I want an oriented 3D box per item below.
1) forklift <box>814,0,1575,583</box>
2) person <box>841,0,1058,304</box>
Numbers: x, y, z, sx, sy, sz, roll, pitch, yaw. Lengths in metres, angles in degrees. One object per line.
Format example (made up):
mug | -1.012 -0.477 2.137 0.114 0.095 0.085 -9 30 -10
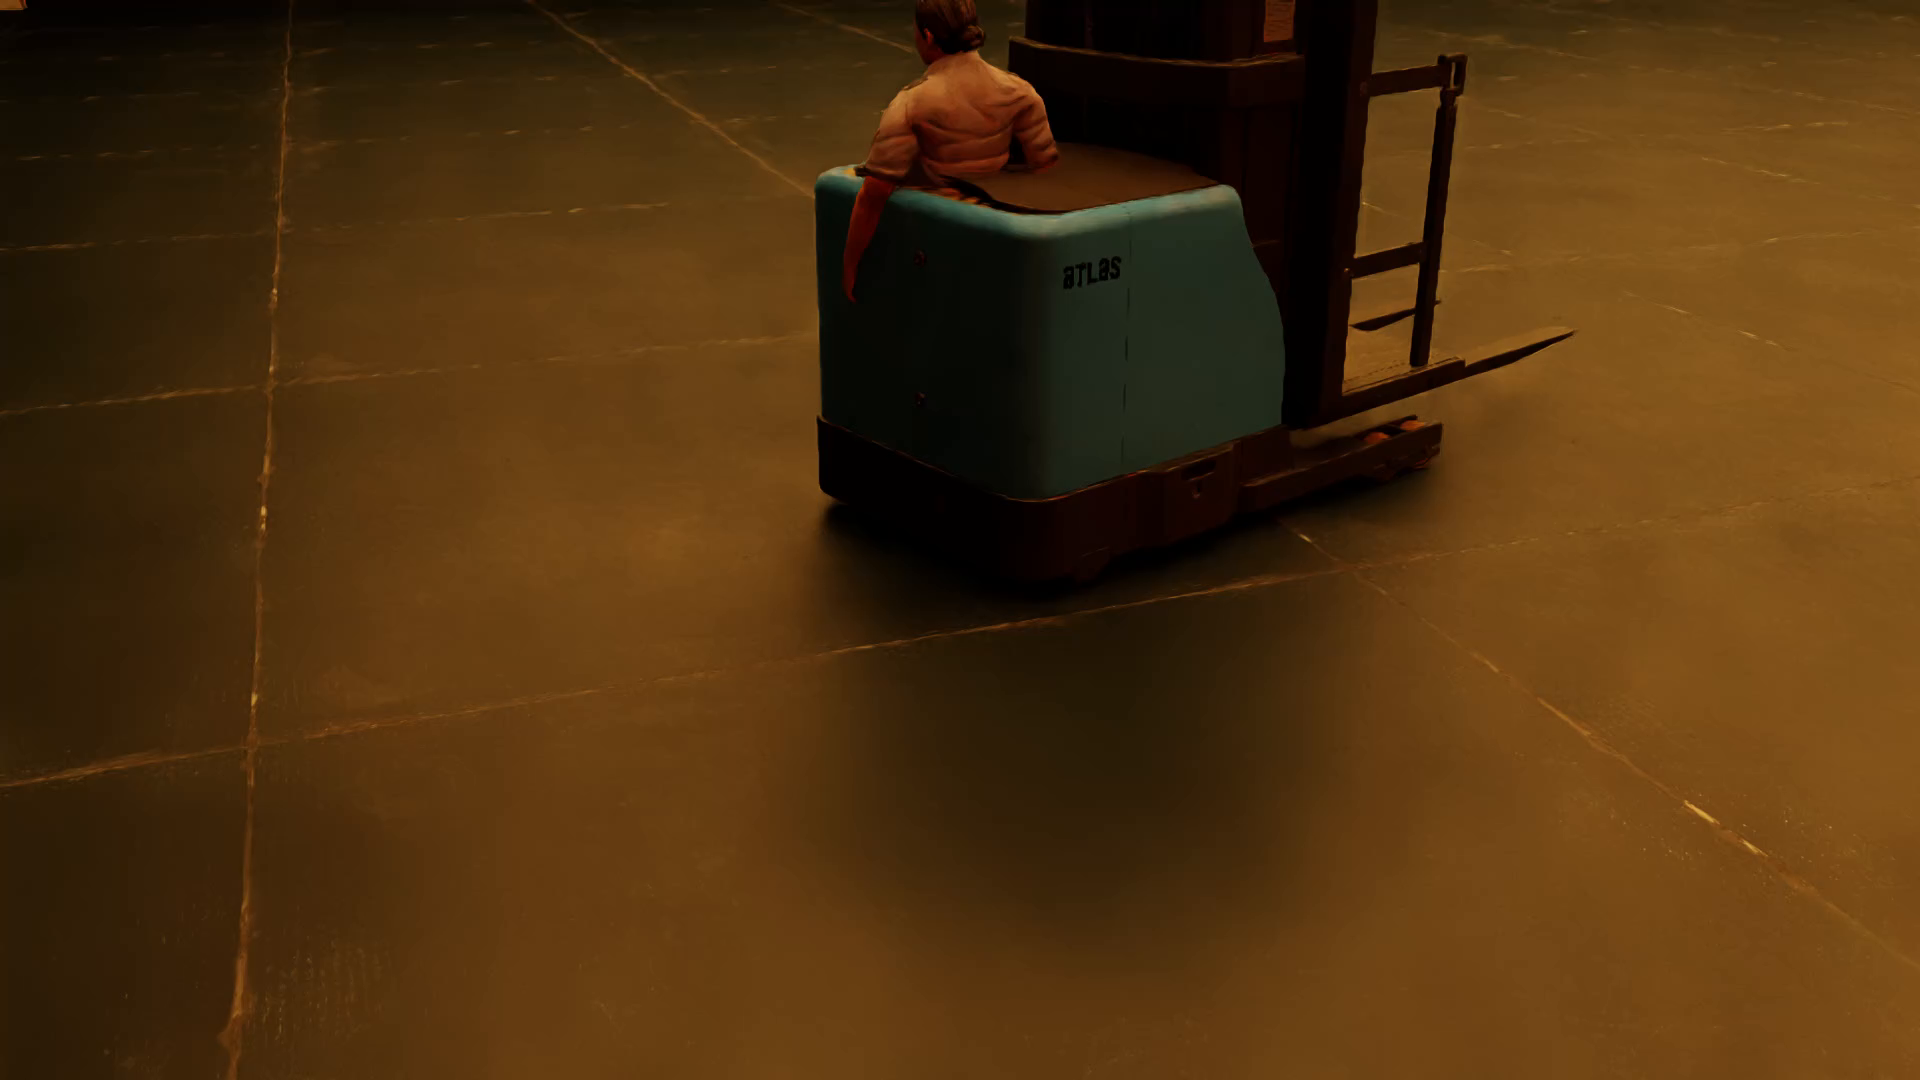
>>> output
forklift | 1.008 -1.683 5.302 3.031 2.935 1.130 -18 29 -36
person | -0.039 -0.827 4.969 0.671 1.602 0.490 -9 24 -20
